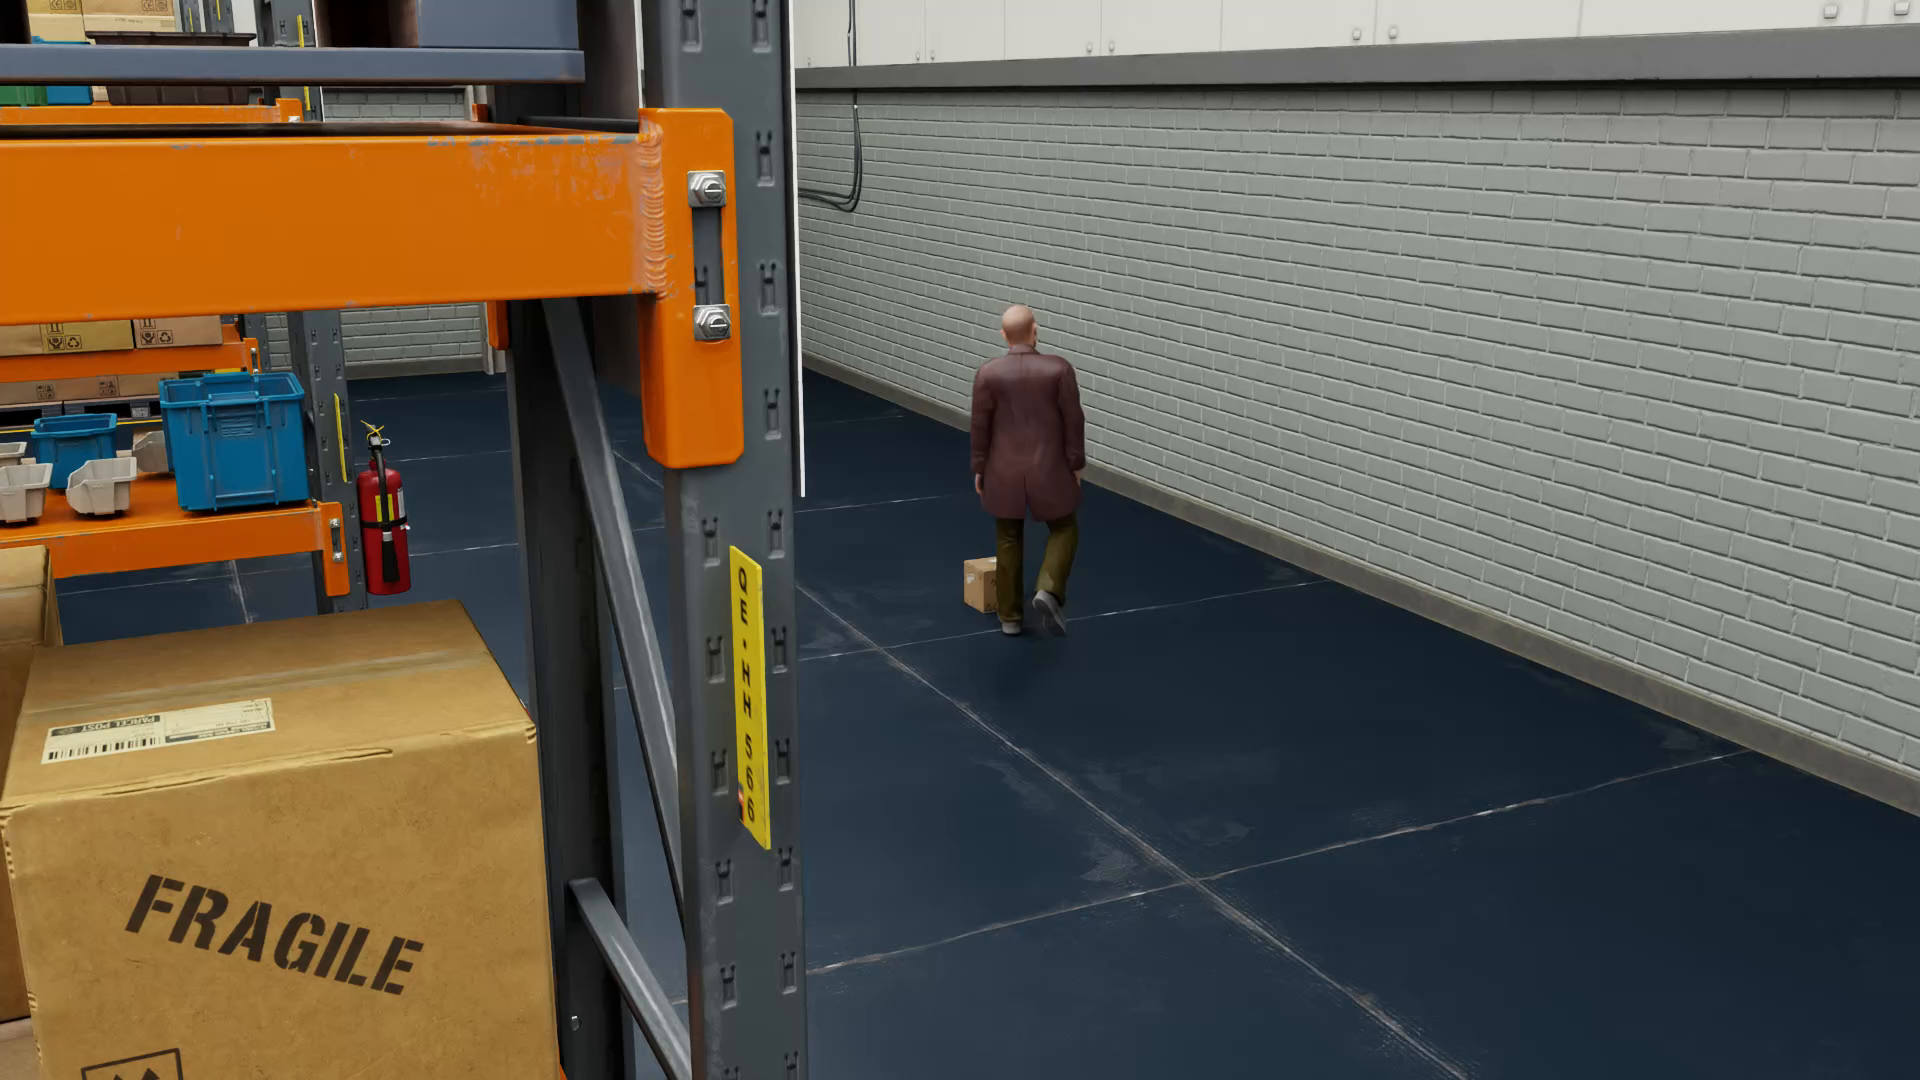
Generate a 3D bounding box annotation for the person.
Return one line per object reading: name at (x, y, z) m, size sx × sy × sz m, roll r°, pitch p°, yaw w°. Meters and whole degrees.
person at (0.355, -0.348, 8.789) m, size 0.611 × 1.768 × 0.658 m, roll 1°, pitch 15°, yaw 5°
